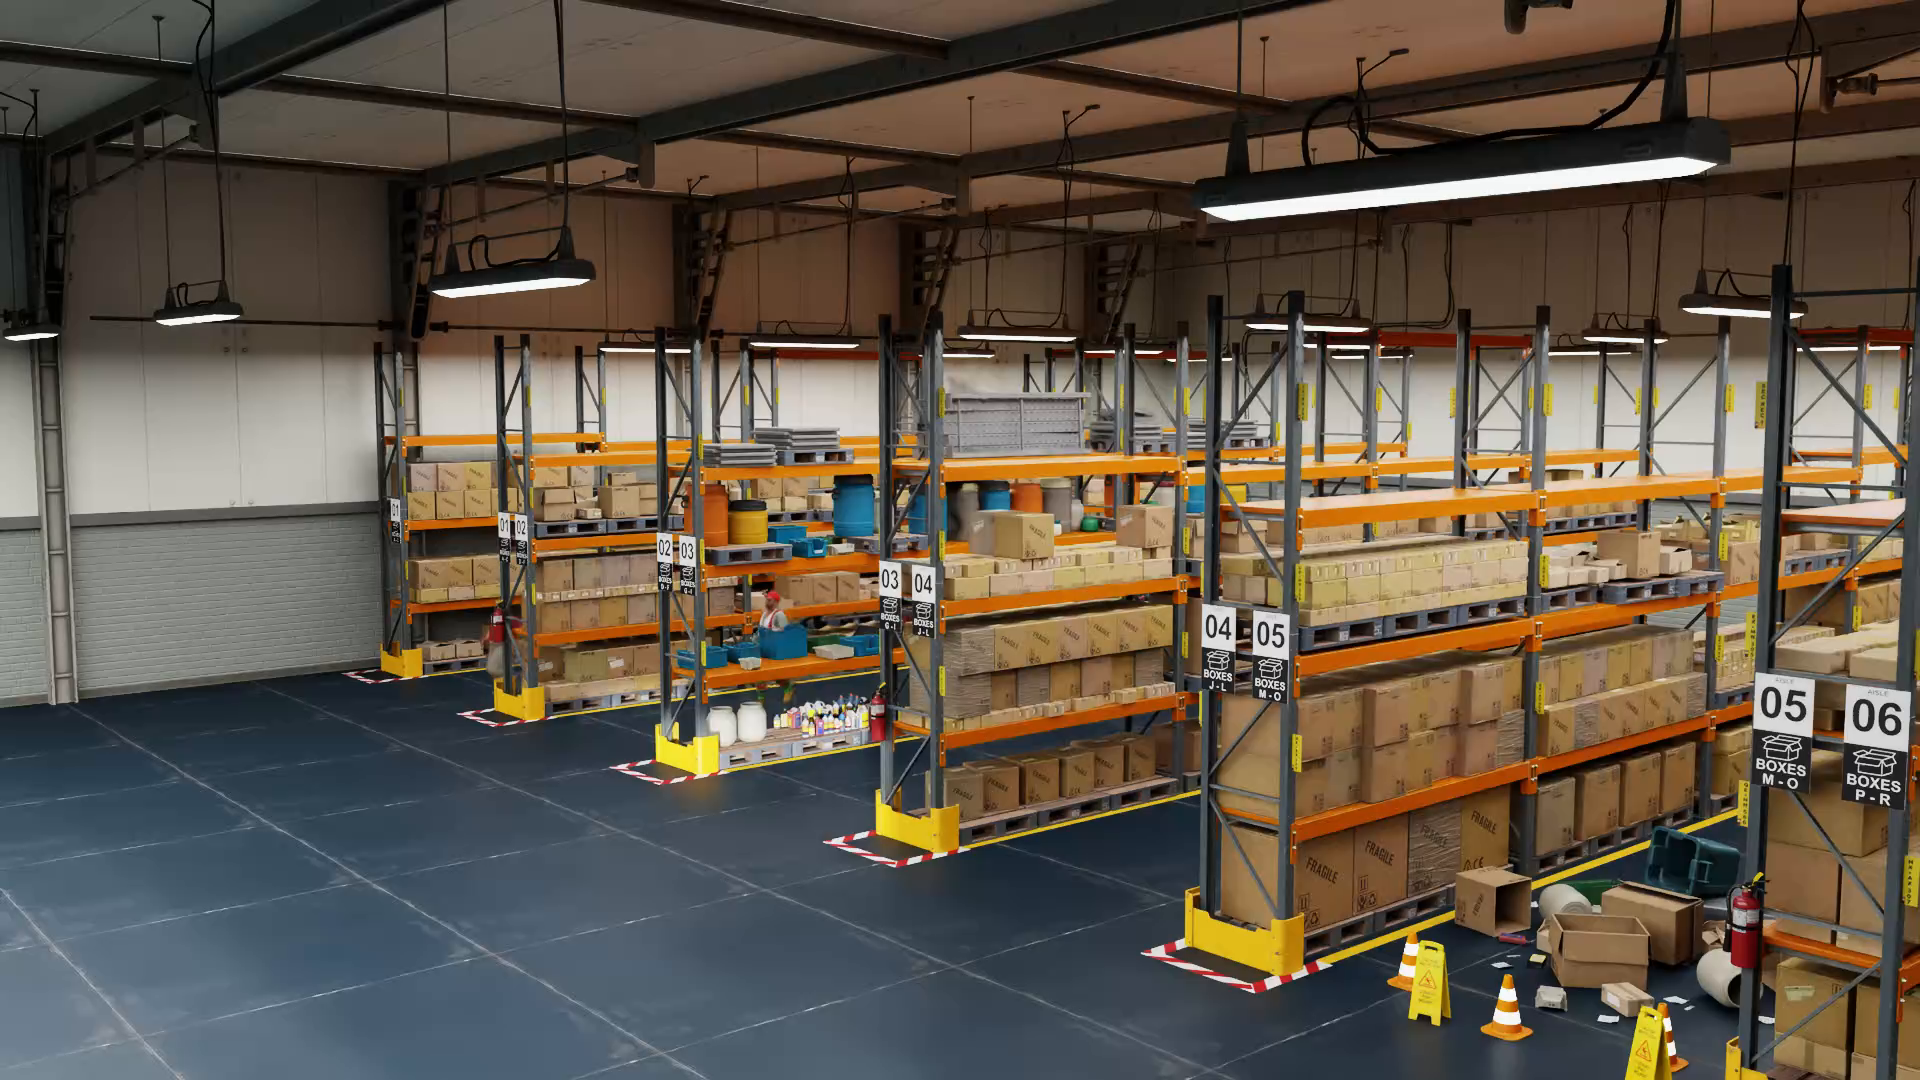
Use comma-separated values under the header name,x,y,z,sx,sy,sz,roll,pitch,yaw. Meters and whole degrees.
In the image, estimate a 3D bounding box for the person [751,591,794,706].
name,x,y,z,sx,sy,sz,roll,pitch,yaw
person,-2.917,1.669,25.548,0.668,1.773,0.798,5,7,44

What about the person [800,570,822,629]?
name,x,y,z,sx,sy,sz,roll,pitch,yaw
person,-2.913,1.379,32.815,0.505,1.597,0.667,4,6,36

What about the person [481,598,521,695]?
name,x,y,z,sx,sy,sz,roll,pitch,yaw
person,-7.687,1.797,27.770,0.708,1.654,0.551,5,7,43
